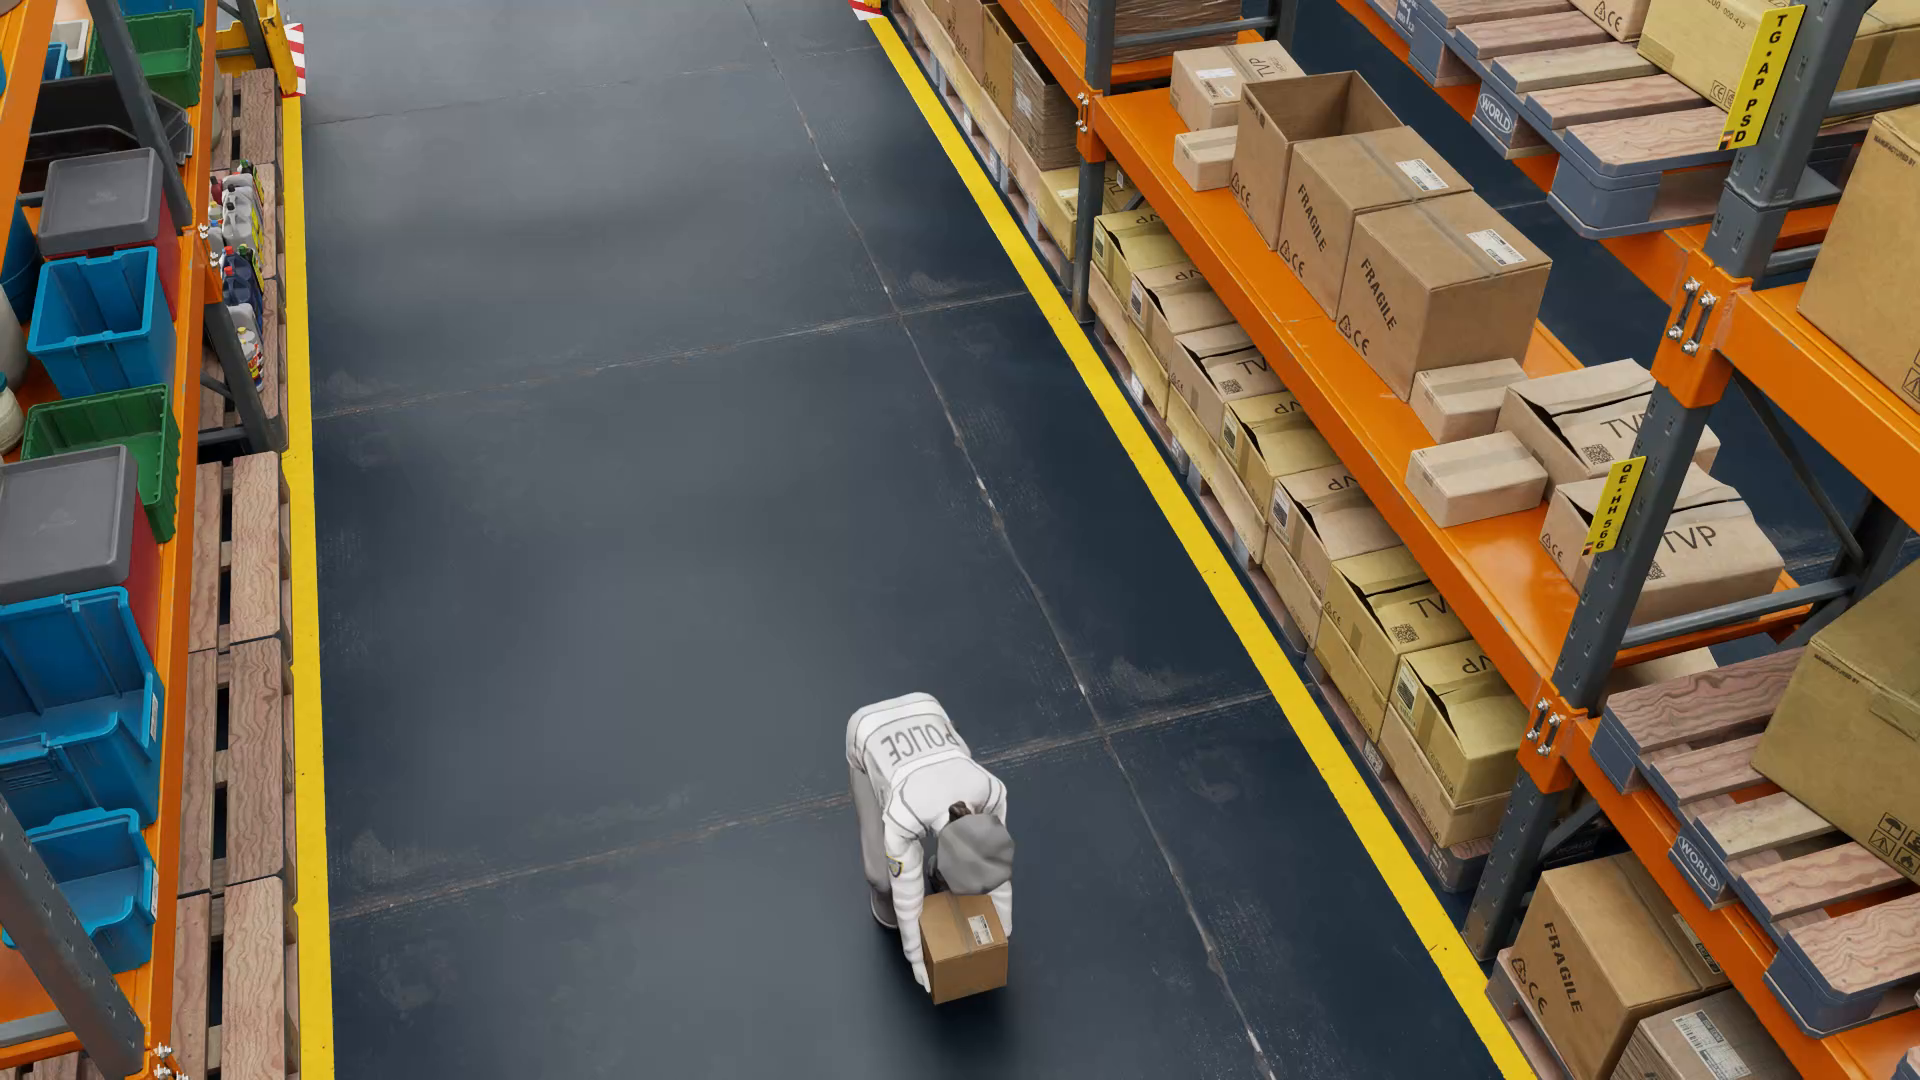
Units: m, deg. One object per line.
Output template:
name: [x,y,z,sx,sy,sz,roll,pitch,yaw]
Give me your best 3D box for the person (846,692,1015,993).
person: [-0.097,1.014,5.555,0.452,0.989,0.916,-14,44,-15]
